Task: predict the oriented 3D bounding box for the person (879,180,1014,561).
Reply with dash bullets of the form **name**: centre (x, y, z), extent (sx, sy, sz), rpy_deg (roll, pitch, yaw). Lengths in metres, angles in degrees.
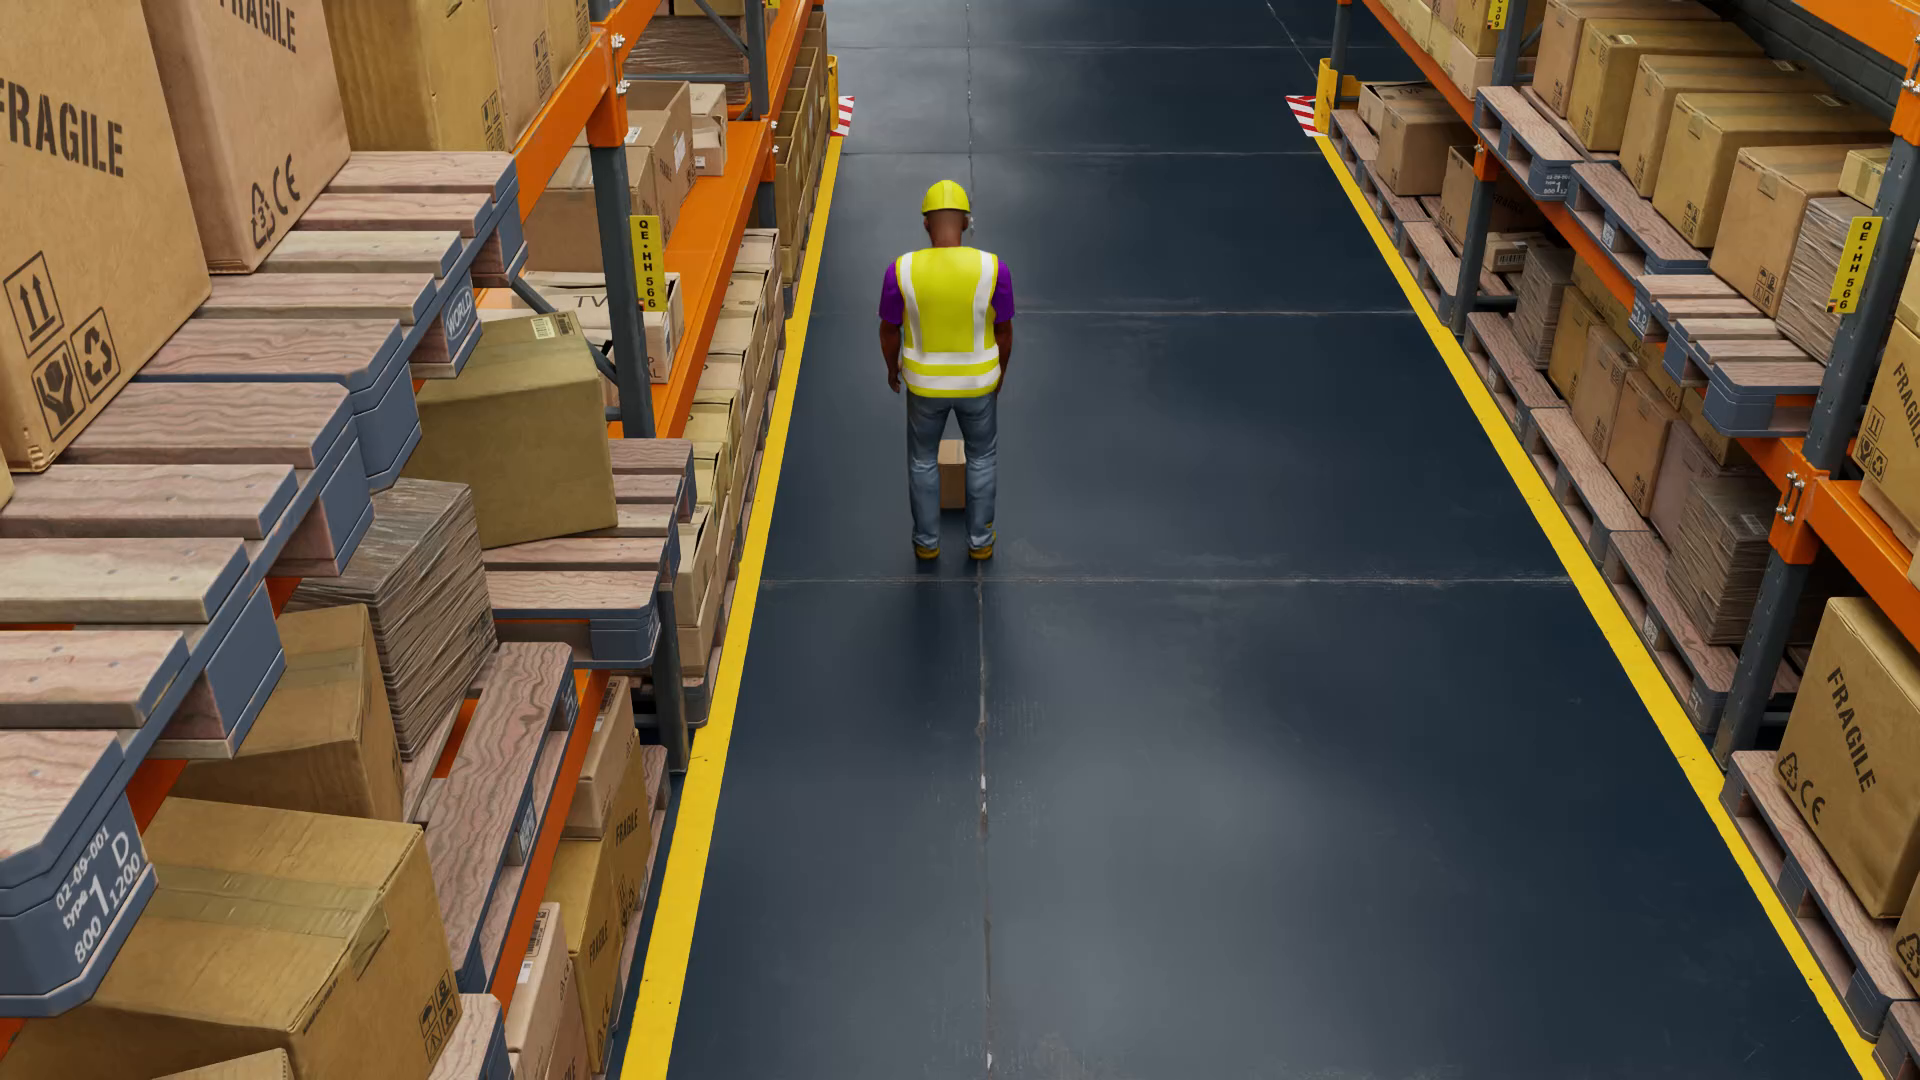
- **person**: centre (-0.058, -0.716, 7.316), extent (0.581, 1.738, 0.409), rpy_deg (1, 31, 1)
